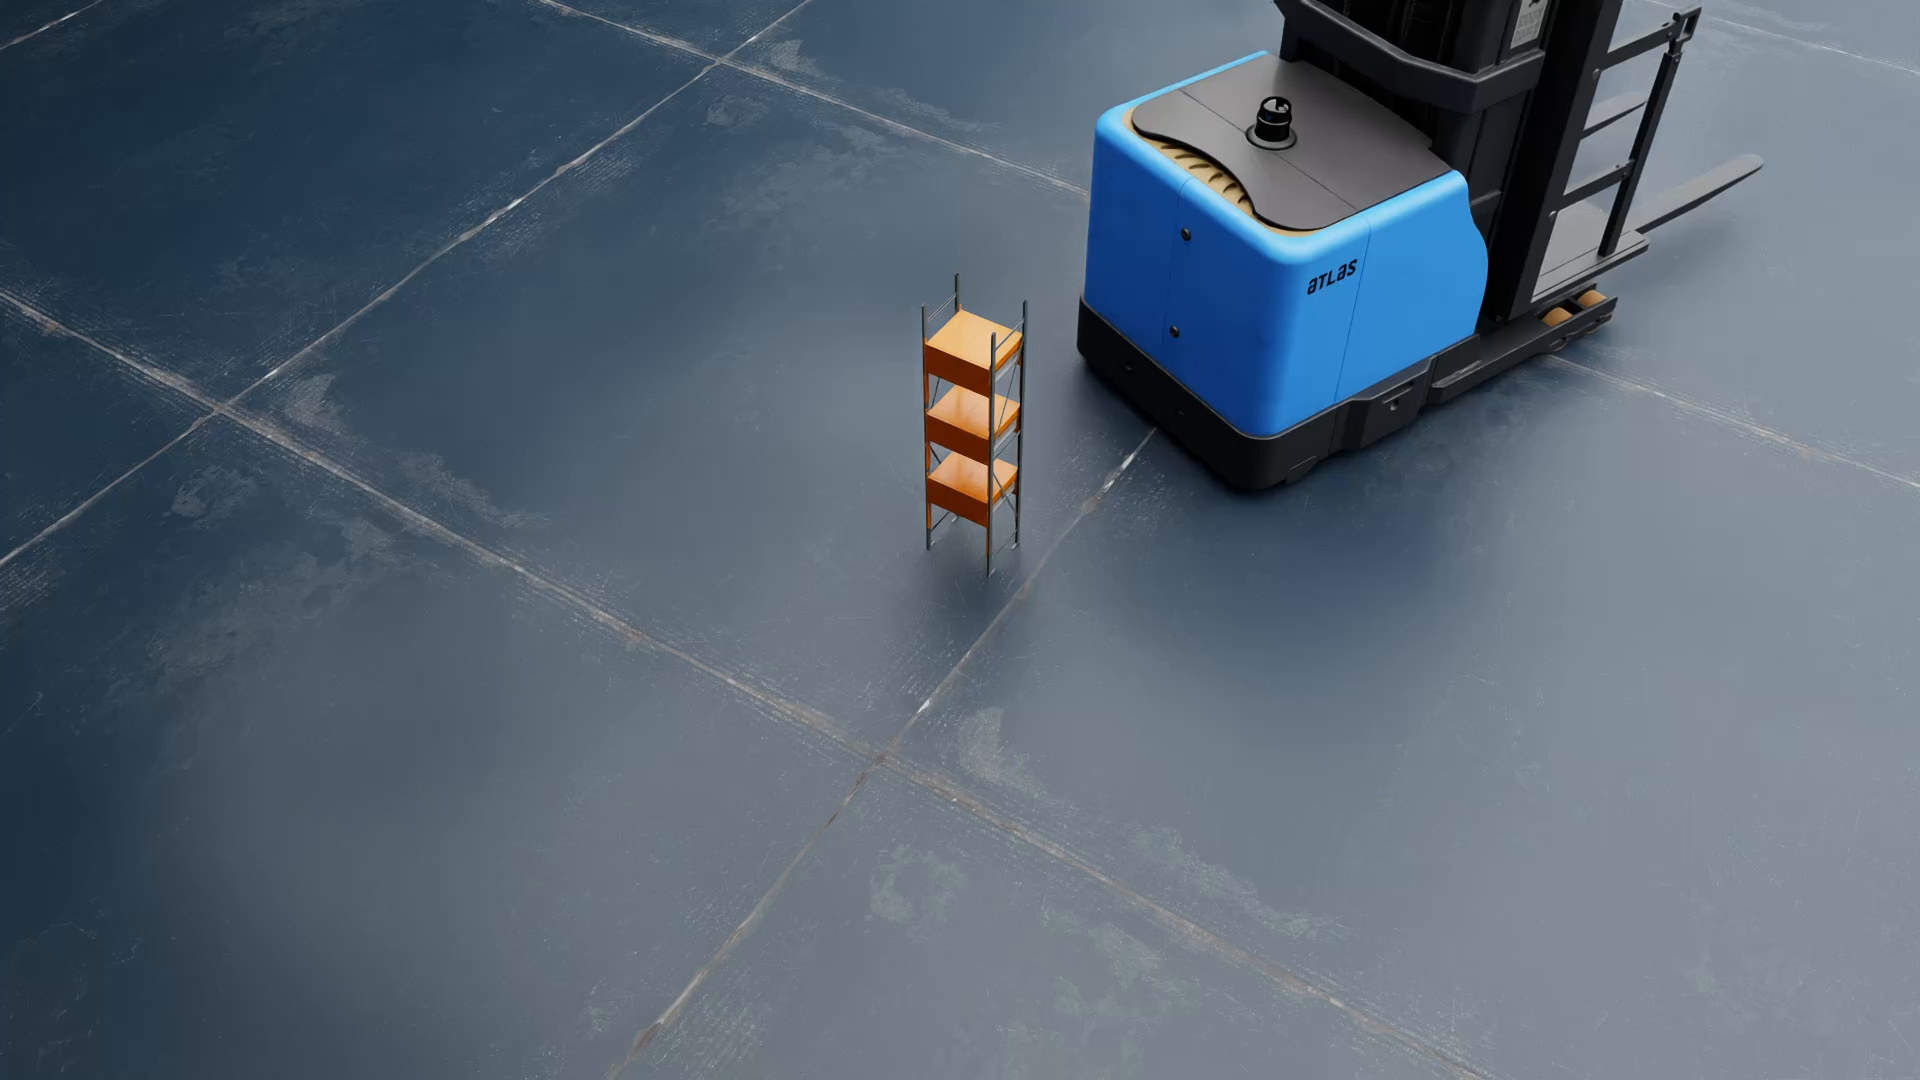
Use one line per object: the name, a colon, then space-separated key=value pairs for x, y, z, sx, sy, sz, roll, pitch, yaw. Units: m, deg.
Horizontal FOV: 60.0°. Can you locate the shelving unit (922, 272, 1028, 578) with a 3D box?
shelving unit: x=0.045 y=-0.345 z=5.353 sx=0.252 sy=1.050 sz=0.215 roll=25 pitch=51 yaw=22

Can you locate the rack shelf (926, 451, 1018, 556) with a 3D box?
rack shelf: x=0.045 y=-0.144 z=5.560 sx=0.240 sy=0.259 sz=0.215 roll=25 pitch=51 yaw=22

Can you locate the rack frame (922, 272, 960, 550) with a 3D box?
rack frame: x=-0.058 y=-0.392 z=5.399 sx=0.008 sy=1.050 sz=0.200 roll=25 pitch=51 yaw=22

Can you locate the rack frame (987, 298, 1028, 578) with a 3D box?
rack frame: x=0.148 y=-0.298 z=5.307 sx=0.008 sy=1.050 sz=0.200 roll=25 pitch=51 yaw=22

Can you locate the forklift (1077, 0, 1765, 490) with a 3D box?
forklift: x=1.950 y=-2.042 z=5.690 sx=3.031 sy=2.935 sz=1.130 roll=-26 pitch=51 yaw=-23

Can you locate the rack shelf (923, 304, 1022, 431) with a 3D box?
rack shelf: x=0.045 y=-0.536 z=5.157 sx=0.240 sy=0.259 sz=0.215 roll=25 pitch=51 yaw=22

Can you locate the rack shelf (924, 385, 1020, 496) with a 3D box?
rack shelf: x=0.045 y=-0.338 z=5.361 sx=0.240 sy=0.259 sz=0.215 roll=25 pitch=51 yaw=22
